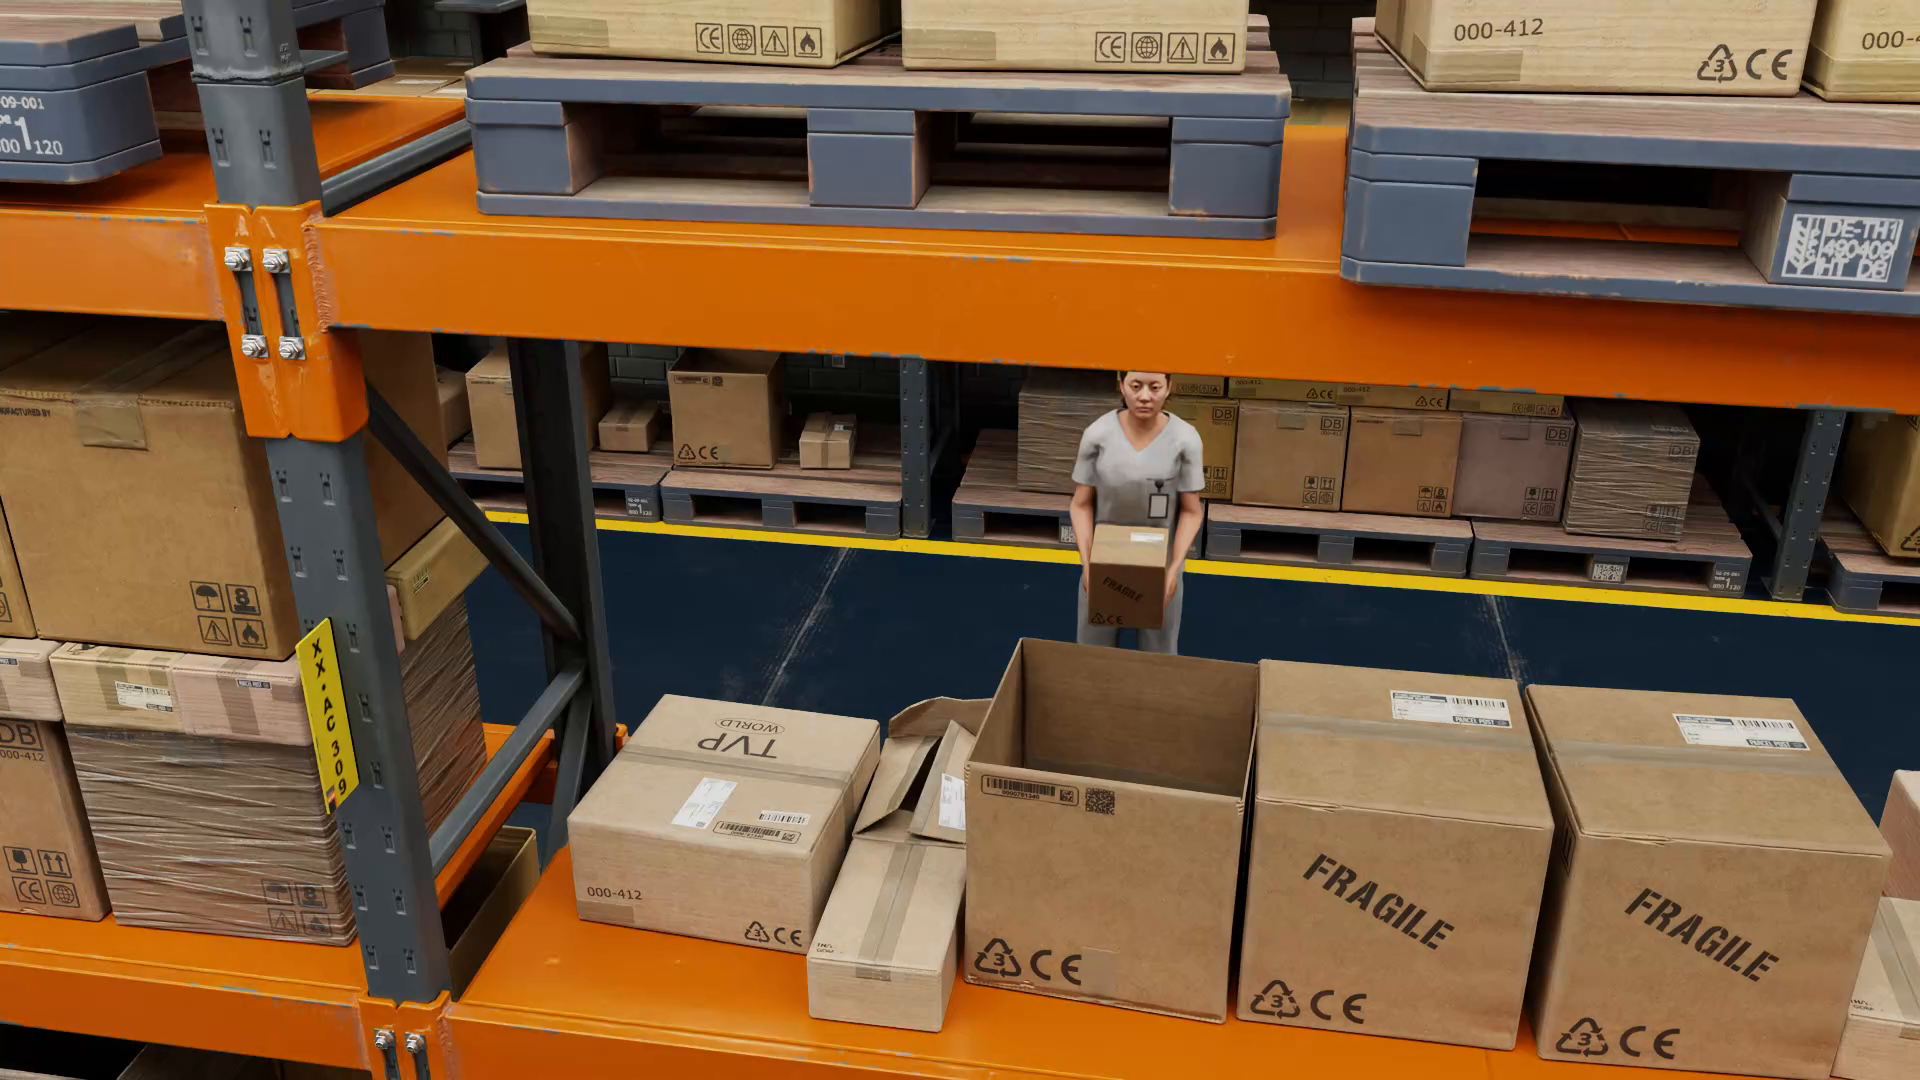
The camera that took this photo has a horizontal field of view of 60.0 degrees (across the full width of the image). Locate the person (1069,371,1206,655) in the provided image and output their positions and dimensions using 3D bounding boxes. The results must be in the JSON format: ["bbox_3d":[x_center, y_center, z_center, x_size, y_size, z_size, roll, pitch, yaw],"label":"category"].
[{"bbox_3d":[0.602,0.141,5.806,0.461,1.674,0.503,4,25,8],"label":"person"}]
